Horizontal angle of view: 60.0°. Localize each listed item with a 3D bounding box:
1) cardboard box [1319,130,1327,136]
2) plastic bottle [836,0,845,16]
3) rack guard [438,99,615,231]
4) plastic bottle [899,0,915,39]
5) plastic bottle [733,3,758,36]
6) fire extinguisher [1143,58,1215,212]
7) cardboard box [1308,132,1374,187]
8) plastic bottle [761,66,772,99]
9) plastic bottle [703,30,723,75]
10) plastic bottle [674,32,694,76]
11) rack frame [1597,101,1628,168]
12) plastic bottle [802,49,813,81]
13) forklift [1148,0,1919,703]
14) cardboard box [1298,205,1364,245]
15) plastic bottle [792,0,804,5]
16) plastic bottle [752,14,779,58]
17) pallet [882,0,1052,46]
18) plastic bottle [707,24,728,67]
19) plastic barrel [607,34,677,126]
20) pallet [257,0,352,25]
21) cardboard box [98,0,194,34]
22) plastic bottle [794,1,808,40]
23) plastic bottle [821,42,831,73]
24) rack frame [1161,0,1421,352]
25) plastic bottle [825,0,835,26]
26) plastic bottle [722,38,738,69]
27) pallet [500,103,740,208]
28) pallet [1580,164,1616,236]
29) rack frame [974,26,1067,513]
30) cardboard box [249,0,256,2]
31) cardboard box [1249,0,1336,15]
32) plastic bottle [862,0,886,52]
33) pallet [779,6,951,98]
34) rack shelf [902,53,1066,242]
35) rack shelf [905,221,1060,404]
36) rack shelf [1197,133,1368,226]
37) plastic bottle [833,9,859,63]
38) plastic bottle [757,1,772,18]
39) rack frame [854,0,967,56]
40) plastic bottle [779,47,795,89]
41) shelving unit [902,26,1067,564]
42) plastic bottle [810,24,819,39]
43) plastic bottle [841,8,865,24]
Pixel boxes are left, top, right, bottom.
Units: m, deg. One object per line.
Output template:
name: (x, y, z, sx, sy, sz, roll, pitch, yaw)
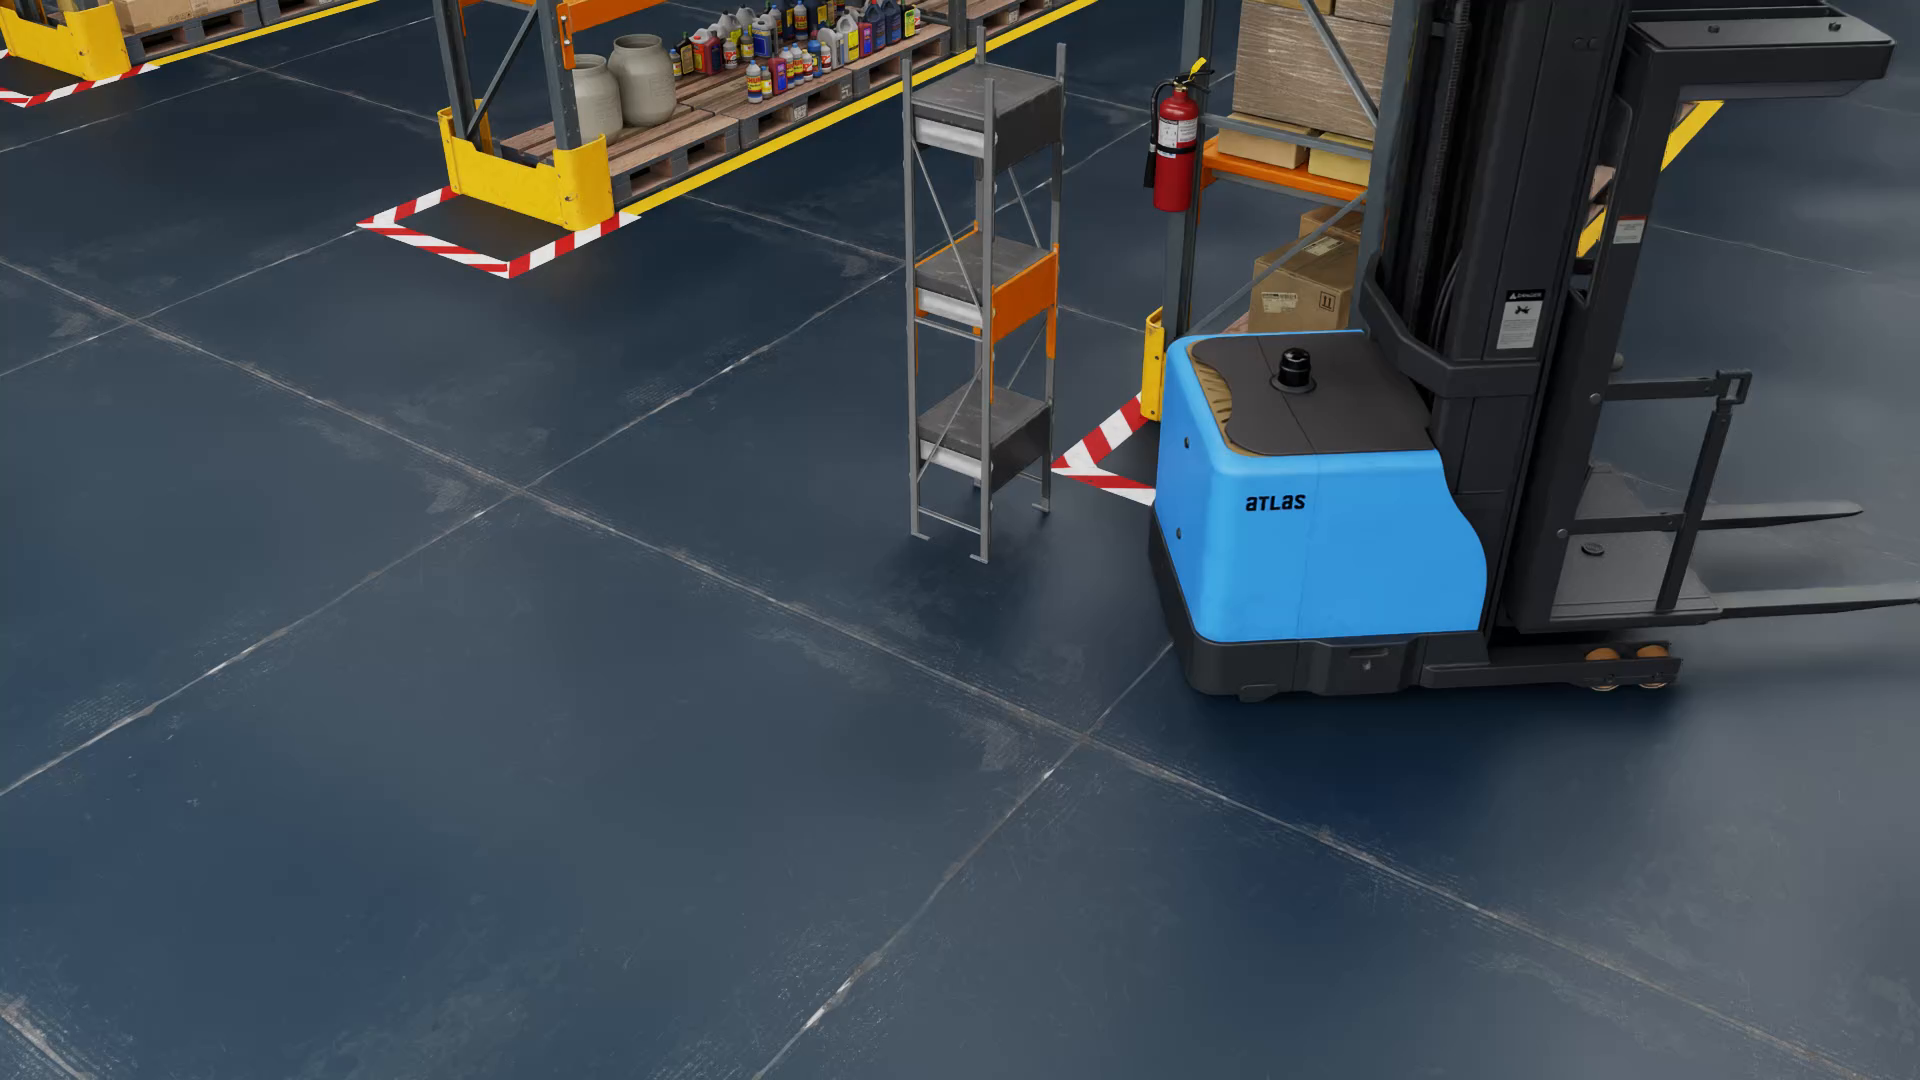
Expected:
cardboard box: (1.530, -1.927, 7.646, 0.380, 0.149, 0.250, 21, 39, 28)
plastic bottle: (-0.936, -4.187, 12.807, 0.097, 0.271, 0.097, 0, 34, 0)
rack guard: (-2.670, -2.315, 10.228, 1.175, 0.500, 0.348, 21, 39, 28)
plastic bottle: (-0.397, -3.872, 12.330, 0.061, 0.283, 0.133, 23, 41, 30)
plastic bottle: (-1.545, -3.705, 12.023, 0.144, 0.351, 0.185, 21, 39, 28)
fire extinguisher: (0.951, -1.781, 7.275, 0.296, 0.674, 0.183, 21, 39, 28)
cardboard box: (1.753, -1.670, 7.266, 0.380, 0.149, 0.250, 21, 39, 28)
plastic bottle: (-1.326, -3.106, 11.271, 0.097, 0.201, 0.097, 0, 34, 0)
plastic bottle: (-1.733, -3.417, 11.657, 0.061, 0.283, 0.133, 21, 39, 28)
plastic bottle: (-1.936, -3.403, 11.636, 0.061, 0.283, 0.133, 22, 40, 29)
rack frame: (3.675, -3.560, 9.836, 1.000, 3.000, 0.127, 21, 39, 28)
plastic bottle: (-1.076, -3.308, 11.569, 0.097, 0.201, 0.097, 0, 34, 0)
forklift: (2.339, -0.927, 6.005, 3.031, 2.935, 1.130, -3, 34, -4)
cardboard box: (2.077, -1.425, 8.537, 0.500, 0.500, 0.500, -25, 41, -32)
plastic bottle: (-1.195, -3.988, 12.441, 0.144, 0.351, 0.185, 22, 40, 29)
plastic bottle: (-1.409, -3.638, 11.991, 0.152, 0.276, 0.135, 21, 39, 28)
pallet: (0.022, -4.360, 13.509, 1.003, 0.211, 1.213, 21, 39, 28)
plastic bottle: (-1.742, -3.511, 11.803, 0.152, 0.276, 0.135, 20, 39, 27)
plastic barrel: (-2.076, -3.002, 10.858, 0.421, 0.512, 0.421, 0, 34, 0)
pallet: (-5.644, -4.654, 13.944, 1.003, 0.211, 1.213, 21, 39, 28)
cardboard box: (-6.253, -4.095, 12.708, 0.500, 0.250, 0.500, 21, 39, 28)
plastic bottle: (-1.178, -3.849, 12.307, 0.097, 0.271, 0.097, 0, 34, 0)
plastic bottle: (-0.958, -3.403, 11.709, 0.097, 0.201, 0.097, 0, 34, 0)
rack frame: (1.394, -1.719, 7.114, 1.000, 3.000, 0.127, 21, 39, 28)
plastic bottle: (-1.010, -4.001, 12.521, 0.061, 0.283, 0.133, 21, 39, 28)
plastic bottle: (-1.629, -3.449, 11.778, 0.097, 0.201, 0.097, 0, 34, 0)
pallet: (-2.202, -2.568, 10.859, 1.003, 0.211, 1.213, 21, 39, 28)
pallet: (3.321, -2.084, 10.143, 1.003, 0.211, 1.213, 21, 39, 28)
rack frame: (0.234, -1.058, 6.940, 0.400, 2.100, 0.015, 21, 39, 28)
cardboard box: (-5.686, -4.557, 13.390, 0.500, 0.250, 0.500, 21, 39, 28)
cardboard box: (1.505, -2.630, 7.214, 0.500, 0.500, 0.500, 21, 39, 28)
plastic bottle: (-0.634, -3.750, 12.089, 0.144, 0.351, 0.185, 19, 39, 26)
pallet: (-0.811, -3.691, 12.519, 1.003, 0.211, 1.213, 21, 39, 28)
rack shelf: (0.094, -1.515, 6.390, 0.431, 0.518, 0.480, 21, 39, 28)
rack shelf: (0.094, -0.935, 6.782, 0.431, 0.518, 0.480, 21, 39, 28)
rack shelf: (2.535, -2.341, 8.677, 1.077, 0.370, 4.000, 21, 39, 28)
plastic bottle: (-0.818, -3.601, 11.870, 0.144, 0.351, 0.185, 21, 39, 28)
plastic bottle: (-1.431, -3.810, 12.239, 0.061, 0.283, 0.133, 23, 40, 30)
rack frame: (-0.394, -5.142, 12.175, 1.000, 3.000, 0.127, 21, 39, 28)
plastic bottle: (-1.189, -3.245, 11.414, 0.097, 0.271, 0.097, 0, 34, 0)
shelving unit: (0.094, -0.946, 6.774, 0.431, 2.100, 0.503, 21, 39, 28)
plastic bottle: (-1.001, -3.534, 11.830, 0.061, 0.283, 0.133, 21, 39, 28)
plastic bottle: (-0.770, -3.755, 12.163, 0.152, 0.276, 0.135, 21, 39, 28)
